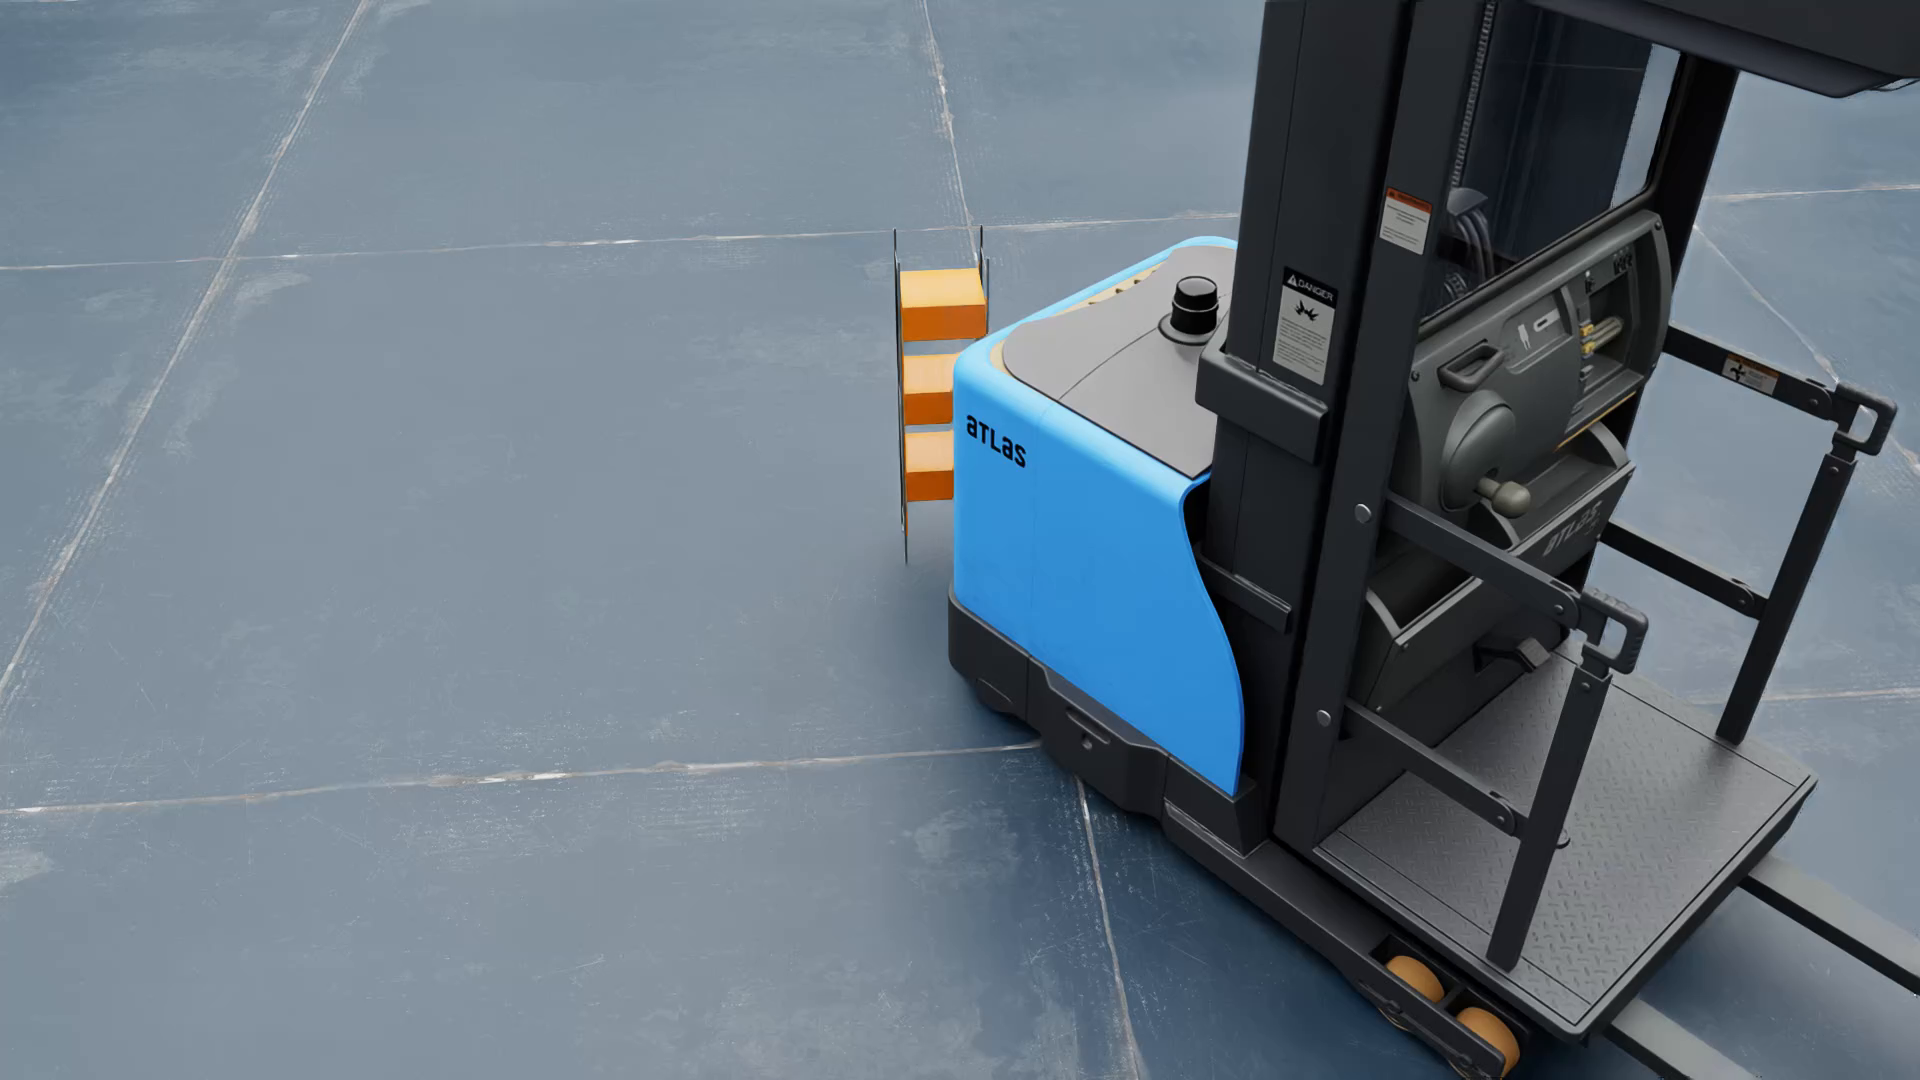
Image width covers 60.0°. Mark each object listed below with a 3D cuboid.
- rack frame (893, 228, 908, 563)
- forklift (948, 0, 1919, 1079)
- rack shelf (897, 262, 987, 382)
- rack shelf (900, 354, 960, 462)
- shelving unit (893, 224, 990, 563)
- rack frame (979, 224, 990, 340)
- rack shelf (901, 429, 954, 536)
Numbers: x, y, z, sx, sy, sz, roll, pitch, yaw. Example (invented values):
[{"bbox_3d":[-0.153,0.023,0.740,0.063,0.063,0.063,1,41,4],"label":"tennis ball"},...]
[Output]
[{"bbox_3d":[-0.175,-0.403,4.913,0.008,1.050,0.200,-3,38,-4],"label":"rack frame"},{"bbox_3d":[1.334,-0.300,3.264,1.130,2.935,3.031,-30,47,-32],"label":"forklift"},{"bbox_3d":[-0.053,-0.624,4.752,0.240,0.259,0.215,-3,38,-4],"label":"rack shelf"},{"bbox_3d":[-0.053,-0.401,4.928,0.240,0.259,0.215,-3,38,-4],"label":"rack shelf"},{"bbox_3d":[-0.053,-0.409,4.921,0.252,1.050,0.215,-3,38,-4],"label":"shelving unit"},{"bbox_3d":[0.068,-0.416,4.930,0.008,1.050,0.200,-3,38,-4],"label":"rack frame"},{"bbox_3d":[-0.053,-0.183,5.100,0.240,0.259,0.215,-3,38,-4],"label":"rack shelf"}]
